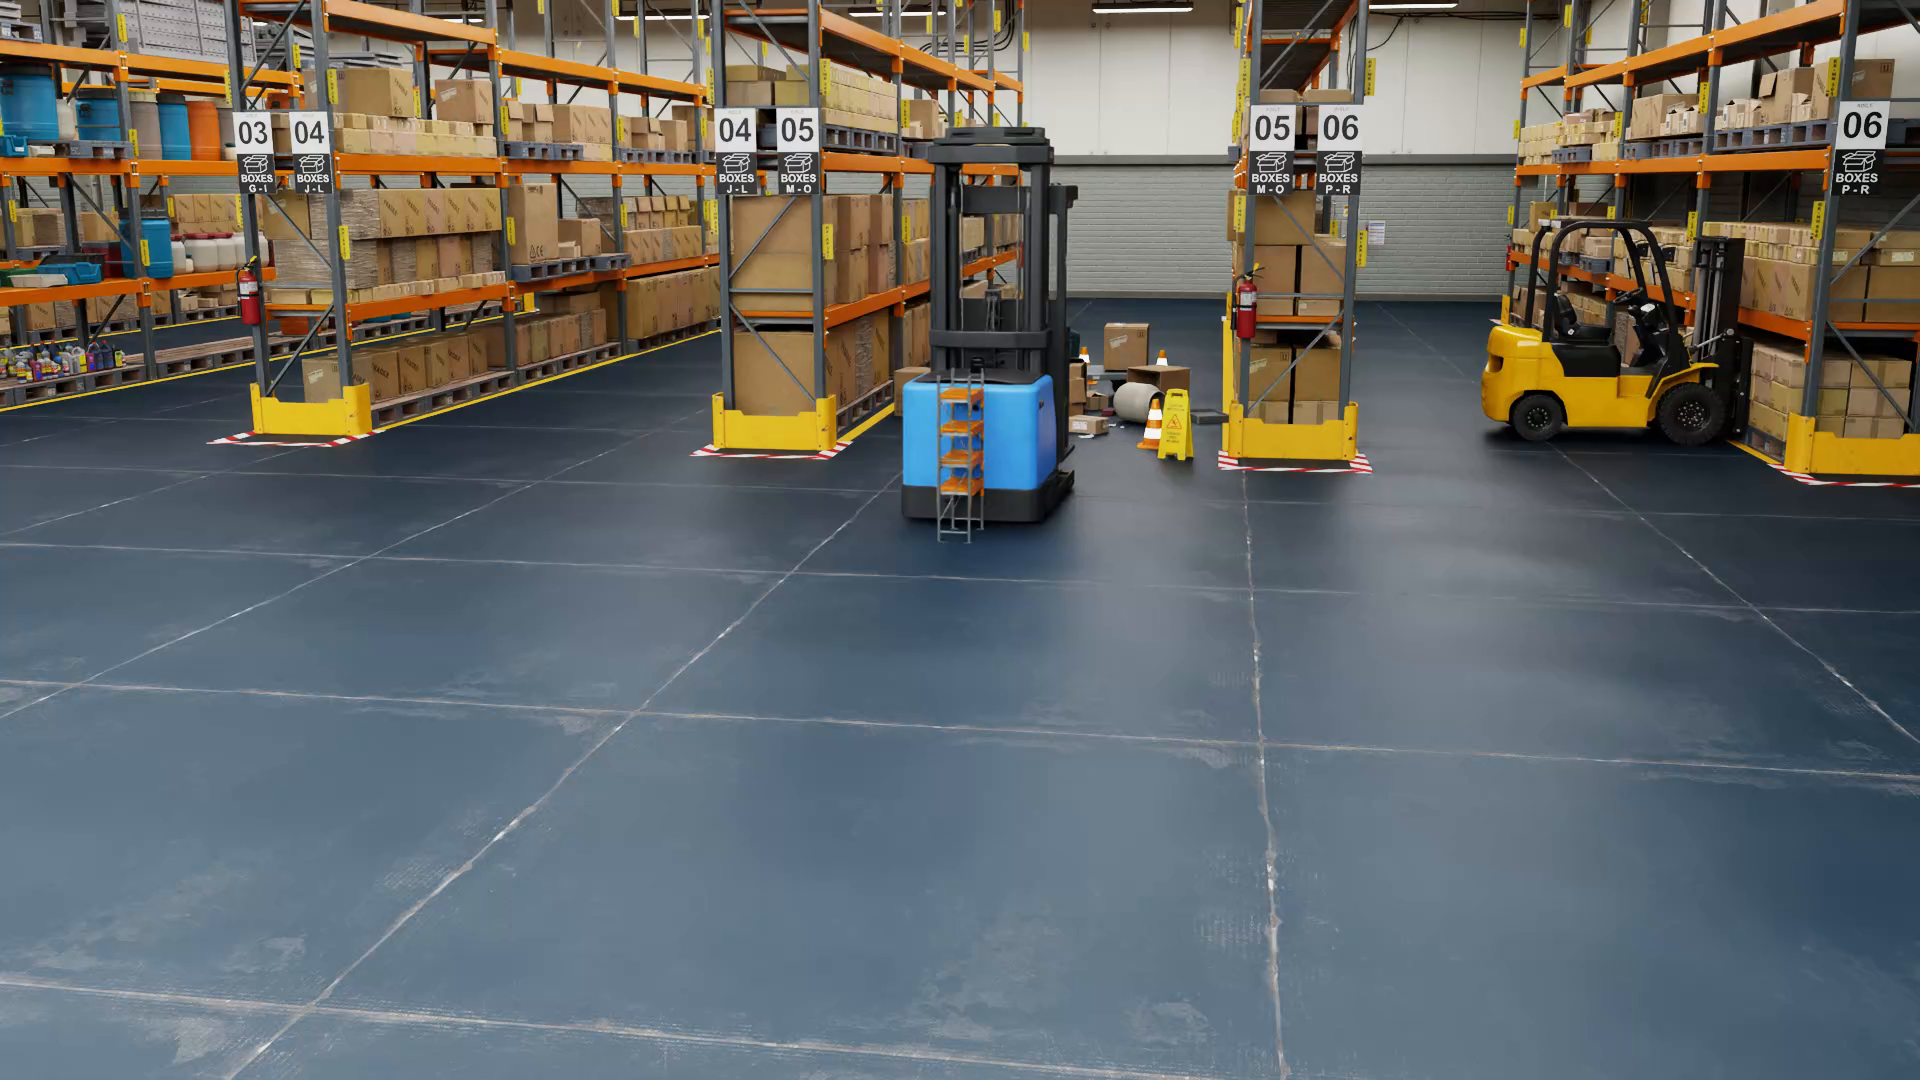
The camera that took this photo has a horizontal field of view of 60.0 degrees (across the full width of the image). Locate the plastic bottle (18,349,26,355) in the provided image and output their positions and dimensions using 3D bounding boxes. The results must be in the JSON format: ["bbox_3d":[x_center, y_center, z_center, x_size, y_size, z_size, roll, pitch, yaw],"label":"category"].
[{"bbox_3d":[-11.593,-2.218,20.571,0.061,0.283,0.133,2,12,11],"label":"plastic bottle"}]

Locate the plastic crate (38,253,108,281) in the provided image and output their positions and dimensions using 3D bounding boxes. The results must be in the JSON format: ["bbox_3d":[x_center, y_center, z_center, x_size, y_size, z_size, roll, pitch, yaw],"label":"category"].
[{"bbox_3d":[-11.170,-3.423,20.904,0.767,0.338,0.504,2,12,9],"label":"plastic crate"}]

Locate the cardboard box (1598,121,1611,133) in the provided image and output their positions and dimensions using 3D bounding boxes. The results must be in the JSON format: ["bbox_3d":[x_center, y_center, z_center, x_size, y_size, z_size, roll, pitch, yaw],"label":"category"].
[{"bbox_3d":[9.167,-5.781,23.282,0.380,0.149,0.250,2,12,7],"label":"cardboard box"}]

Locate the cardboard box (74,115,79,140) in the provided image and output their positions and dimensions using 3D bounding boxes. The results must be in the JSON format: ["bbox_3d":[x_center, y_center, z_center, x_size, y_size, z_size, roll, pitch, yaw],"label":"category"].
[{"bbox_3d":[-14.980,-6.774,27.714,0.600,0.600,0.600,1,12,6],"label":"cardboard box"}]

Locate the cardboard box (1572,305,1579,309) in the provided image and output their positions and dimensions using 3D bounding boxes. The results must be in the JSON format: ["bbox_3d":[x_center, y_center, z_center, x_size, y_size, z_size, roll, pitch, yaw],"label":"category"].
[{"bbox_3d":[9.408,-3.257,24.922,0.500,0.500,0.500,2,12,7],"label":"cardboard box"}]

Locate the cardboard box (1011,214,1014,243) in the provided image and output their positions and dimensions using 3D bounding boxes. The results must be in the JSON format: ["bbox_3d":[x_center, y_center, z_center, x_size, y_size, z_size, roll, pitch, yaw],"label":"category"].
[{"bbox_3d":[0.694,-5.593,29.884,0.500,0.500,0.500,2,12,9],"label":"cardboard box"}]

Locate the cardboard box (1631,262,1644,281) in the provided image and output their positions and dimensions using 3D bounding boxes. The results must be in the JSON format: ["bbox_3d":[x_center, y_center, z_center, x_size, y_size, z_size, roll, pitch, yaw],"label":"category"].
[{"bbox_3d":[8.779,-3.379,20.910,0.500,0.250,0.500,1,12,7],"label":"cardboard box"}]

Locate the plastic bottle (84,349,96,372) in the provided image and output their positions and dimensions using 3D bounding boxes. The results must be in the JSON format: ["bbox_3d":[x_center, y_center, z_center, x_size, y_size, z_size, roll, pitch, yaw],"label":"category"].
[{"bbox_3d":[-10.791,-2.227,20.609,0.061,0.283,0.133,3,12,12],"label":"plastic bottle"}]

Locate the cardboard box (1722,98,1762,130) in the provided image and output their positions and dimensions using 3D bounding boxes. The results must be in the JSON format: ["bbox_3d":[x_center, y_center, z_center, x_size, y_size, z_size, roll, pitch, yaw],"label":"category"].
[{"bbox_3d":[8.259,-4.428,17.278,0.500,0.311,0.500,2,12,10],"label":"cardboard box"}]

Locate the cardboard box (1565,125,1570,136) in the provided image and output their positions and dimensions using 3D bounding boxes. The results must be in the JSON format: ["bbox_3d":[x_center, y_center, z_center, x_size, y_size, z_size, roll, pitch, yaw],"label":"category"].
[{"bbox_3d":[9.327,-6.168,25.029,0.380,0.149,0.250,2,12,8],"label":"cardboard box"}]

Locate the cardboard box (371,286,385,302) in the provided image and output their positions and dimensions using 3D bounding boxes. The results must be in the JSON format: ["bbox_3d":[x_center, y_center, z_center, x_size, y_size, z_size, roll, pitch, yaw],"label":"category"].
[{"bbox_3d":[-6.295,-2.597,17.519,0.380,0.149,0.250,2,12,9],"label":"cardboard box"}]

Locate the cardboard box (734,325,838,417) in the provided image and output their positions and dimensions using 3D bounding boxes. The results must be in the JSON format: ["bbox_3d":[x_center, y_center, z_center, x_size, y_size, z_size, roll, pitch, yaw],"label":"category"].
[{"bbox_3d":[-1.760,-1.693,16.777,0.875,0.875,0.875,2,12,9],"label":"cardboard box"}]

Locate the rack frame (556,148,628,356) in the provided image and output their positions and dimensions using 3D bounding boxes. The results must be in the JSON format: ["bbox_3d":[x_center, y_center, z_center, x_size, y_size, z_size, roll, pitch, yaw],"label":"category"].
[{"bbox_3d":[-5.454,-4.230,24.503,1.000,3.000,0.127,2,12,9],"label":"rack frame"}]

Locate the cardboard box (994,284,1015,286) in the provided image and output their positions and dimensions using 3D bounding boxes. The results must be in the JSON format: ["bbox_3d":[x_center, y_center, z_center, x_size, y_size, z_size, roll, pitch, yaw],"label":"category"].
[{"bbox_3d":[0.830,-4.698,31.031,0.380,0.149,0.250,2,12,9],"label":"cardboard box"}]

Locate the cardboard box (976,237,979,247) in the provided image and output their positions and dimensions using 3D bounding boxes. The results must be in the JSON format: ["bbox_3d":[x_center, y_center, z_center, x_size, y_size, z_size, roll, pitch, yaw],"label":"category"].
[{"bbox_3d":[0.101,-4.769,26.601,0.380,0.149,0.250,2,12,8],"label":"cardboard box"}]

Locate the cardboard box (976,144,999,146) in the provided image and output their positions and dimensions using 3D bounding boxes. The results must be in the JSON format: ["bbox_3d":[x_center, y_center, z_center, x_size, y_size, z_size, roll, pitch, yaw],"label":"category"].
[{"bbox_3d":[0.357,-6.611,27.599,0.500,0.250,0.500,2,12,11],"label":"cardboard box"}]

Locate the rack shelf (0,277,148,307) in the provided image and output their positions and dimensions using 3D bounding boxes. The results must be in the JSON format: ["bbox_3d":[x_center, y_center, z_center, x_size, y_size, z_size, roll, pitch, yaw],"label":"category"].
[{"bbox_3d":[-11.271,-2.790,19.528,1.077,0.370,4.000,2,12,9],"label":"rack shelf"}]

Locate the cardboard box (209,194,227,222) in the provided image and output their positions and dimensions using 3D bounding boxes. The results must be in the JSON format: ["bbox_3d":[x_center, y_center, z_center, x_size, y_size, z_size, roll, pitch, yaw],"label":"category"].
[{"bbox_3d":[-14.118,-6.226,31.151,0.500,0.500,0.500,2,12,7],"label":"cardboard box"}]

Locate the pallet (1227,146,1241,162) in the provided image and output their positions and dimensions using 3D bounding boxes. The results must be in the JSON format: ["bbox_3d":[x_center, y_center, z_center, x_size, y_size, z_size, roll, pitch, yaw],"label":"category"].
[{"bbox_3d":[4.384,-5.419,23.347,1.213,0.211,1.003,2,12,11],"label":"pallet"}]

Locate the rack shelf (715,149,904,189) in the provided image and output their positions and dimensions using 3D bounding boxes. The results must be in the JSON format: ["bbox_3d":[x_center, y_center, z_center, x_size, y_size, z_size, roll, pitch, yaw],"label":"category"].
[{"bbox_3d":[-1.492,-3.914,17.624,1.077,0.370,4.000,2,12,9],"label":"rack shelf"}]

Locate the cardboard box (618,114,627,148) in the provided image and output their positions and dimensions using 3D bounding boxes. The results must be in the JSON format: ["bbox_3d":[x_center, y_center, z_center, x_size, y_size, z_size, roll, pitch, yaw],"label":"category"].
[{"bbox_3d":[-5.432,-6.082,24.732,0.797,0.503,0.637,3,12,12],"label":"cardboard box"}]

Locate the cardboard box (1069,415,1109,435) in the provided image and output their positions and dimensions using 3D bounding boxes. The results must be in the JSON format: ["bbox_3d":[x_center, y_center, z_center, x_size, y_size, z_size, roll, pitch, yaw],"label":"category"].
[{"bbox_3d":[1.313,-1.188,17.155,0.380,0.149,0.250,10,15,38],"label":"cardboard box"}]

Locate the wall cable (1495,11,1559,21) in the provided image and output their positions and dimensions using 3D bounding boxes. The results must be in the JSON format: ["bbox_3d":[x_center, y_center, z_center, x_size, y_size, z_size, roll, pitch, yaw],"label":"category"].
[{"bbox_3d":[12.606,-12.199,34.039,2.988,3.039,0.133,2,12,9],"label":"wall cable"}]

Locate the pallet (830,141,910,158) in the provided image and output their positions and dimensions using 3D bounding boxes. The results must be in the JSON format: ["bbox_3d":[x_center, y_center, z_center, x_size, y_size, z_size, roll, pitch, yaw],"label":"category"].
[{"bbox_3d":[-1.092,-4.781,20.393,0.805,0.209,1.217,1,12,6],"label":"pallet"}]

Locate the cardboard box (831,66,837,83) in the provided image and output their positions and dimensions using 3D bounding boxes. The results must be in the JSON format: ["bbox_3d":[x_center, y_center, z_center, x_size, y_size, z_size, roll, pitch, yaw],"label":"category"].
[{"bbox_3d":[-1.394,-4.482,16.020,0.380,0.149,0.250,2,12,9],"label":"cardboard box"}]

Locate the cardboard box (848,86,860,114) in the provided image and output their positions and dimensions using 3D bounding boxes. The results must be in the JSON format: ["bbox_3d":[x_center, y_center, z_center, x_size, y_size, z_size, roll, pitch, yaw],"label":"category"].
[{"bbox_3d":[-1.318,-4.479,16.951,0.500,0.250,0.500,2,12,8],"label":"cardboard box"}]

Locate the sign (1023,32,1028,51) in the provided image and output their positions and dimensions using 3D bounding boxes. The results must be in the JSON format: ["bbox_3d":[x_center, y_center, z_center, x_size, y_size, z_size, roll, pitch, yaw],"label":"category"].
[{"bbox_3d":[1.207,-9.158,30.537,0.100,0.325,0.005,2,12,9],"label":"sign"}]

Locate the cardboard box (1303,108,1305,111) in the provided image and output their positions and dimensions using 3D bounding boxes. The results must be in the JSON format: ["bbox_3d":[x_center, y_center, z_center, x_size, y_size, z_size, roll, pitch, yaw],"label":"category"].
[{"bbox_3d":[3.542,-4.252,16.187,0.380,0.149,0.250,2,12,8],"label":"cardboard box"}]

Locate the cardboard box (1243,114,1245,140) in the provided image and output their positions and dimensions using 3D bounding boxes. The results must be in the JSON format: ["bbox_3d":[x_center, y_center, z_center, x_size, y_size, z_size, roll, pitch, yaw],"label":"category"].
[{"bbox_3d":[3.149,-4.216,16.964,0.500,0.250,0.500,2,12,9],"label":"cardboard box"}]

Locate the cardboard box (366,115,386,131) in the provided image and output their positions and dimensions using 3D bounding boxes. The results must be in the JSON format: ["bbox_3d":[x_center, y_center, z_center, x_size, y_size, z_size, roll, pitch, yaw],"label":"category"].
[{"bbox_3d":[-6.249,-4.365,17.415,0.380,0.149,0.250,2,12,11],"label":"cardboard box"}]

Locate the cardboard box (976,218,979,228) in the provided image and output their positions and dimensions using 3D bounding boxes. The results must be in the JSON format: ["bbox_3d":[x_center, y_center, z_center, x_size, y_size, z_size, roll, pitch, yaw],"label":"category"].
[{"bbox_3d":[0.095,-5.055,26.517,0.380,0.149,0.250,1,12,7],"label":"cardboard box"}]

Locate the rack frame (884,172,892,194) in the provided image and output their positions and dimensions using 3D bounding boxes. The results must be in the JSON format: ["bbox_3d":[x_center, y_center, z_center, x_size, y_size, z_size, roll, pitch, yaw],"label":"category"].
[{"bbox_3d":[-0.569,-4.049,23.659,1.000,3.000,0.127,2,12,9],"label":"rack frame"}]

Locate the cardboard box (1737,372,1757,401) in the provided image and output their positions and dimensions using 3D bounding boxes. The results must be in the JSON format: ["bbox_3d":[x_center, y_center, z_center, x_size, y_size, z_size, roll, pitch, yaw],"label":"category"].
[{"bbox_3d":[7.925,-1.513,16.237,0.500,0.250,0.500,2,12,7],"label":"cardboard box"}]

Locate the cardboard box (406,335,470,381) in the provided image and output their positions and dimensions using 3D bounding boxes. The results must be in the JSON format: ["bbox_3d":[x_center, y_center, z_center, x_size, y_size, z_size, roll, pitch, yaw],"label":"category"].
[{"bbox_3d":[-6.251,-2.180,19.923,0.500,0.500,0.500,6,14,27],"label":"cardboard box"}]

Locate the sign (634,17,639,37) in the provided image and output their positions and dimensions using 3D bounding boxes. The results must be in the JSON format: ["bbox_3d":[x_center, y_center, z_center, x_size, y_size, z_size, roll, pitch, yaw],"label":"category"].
[{"bbox_3d":[-5.384,-8.553,27.726,0.100,0.325,0.005,2,12,9],"label":"sign"}]

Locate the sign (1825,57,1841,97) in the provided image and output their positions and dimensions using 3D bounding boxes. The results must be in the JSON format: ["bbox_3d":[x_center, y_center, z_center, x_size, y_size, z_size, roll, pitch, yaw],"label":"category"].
[{"bbox_3d":[7.478,-3.965,14.237,0.100,0.325,0.005,2,12,9],"label":"sign"}]

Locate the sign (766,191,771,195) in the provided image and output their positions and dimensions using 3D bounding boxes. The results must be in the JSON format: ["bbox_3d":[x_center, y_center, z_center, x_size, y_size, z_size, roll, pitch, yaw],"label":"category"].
[{"bbox_3d":[-3.690,-6.557,31.988,0.100,0.325,0.005,2,12,9],"label":"sign"}]

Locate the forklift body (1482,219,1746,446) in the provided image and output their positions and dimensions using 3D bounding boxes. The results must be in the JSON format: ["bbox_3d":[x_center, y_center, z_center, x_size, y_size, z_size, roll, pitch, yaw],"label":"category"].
[{"bbox_3d":[6.501,-2.123,16.738,2.313,2.155,1.214,2,12,9],"label":"forklift body"}]

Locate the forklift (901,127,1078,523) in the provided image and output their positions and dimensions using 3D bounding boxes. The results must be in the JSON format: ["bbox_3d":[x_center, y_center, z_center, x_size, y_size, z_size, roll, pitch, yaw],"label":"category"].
[{"bbox_3d":[0.350,-1.826,13.507,1.130,2.935,3.031,2,12,11],"label":"forklift"}]

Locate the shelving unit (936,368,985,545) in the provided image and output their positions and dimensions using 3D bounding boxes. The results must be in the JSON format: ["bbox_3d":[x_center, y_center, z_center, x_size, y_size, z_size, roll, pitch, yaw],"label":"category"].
[{"bbox_3d":[0.006,-0.611,11.982,0.258,1.200,0.503,2,12,11],"label":"shelving unit"}]

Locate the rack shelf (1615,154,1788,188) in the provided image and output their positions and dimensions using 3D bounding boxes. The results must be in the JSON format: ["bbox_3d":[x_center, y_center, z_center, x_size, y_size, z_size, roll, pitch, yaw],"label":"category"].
[{"bbox_3d":[8.935,-4.448,20.098,1.077,0.370,4.000,2,12,9],"label":"rack shelf"}]

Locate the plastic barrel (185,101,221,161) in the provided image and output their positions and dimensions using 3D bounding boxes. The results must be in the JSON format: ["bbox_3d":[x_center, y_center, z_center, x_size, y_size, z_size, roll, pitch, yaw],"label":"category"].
[{"bbox_3d":[-10.790,-5.767,23.494,0.600,0.830,0.708,2,12,9],"label":"plastic barrel"}]

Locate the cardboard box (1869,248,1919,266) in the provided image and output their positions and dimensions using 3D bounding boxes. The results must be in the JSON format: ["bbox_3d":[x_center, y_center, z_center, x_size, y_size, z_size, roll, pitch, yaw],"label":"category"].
[{"bbox_3d":[8.321,-2.512,14.752,0.380,0.149,0.250,2,12,7],"label":"cardboard box"}]

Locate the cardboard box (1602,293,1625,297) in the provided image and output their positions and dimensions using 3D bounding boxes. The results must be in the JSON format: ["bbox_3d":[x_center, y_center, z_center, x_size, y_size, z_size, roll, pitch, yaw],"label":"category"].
[{"bbox_3d":[10.022,-3.691,25.395,0.380,0.149,0.250,2,12,9],"label":"cardboard box"}]

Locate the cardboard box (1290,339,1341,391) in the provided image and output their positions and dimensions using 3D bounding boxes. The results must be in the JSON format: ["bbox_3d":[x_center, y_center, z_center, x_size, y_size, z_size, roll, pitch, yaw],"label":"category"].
[{"bbox_3d":[3.584,-1.745,16.718,0.500,0.500,0.500,1,12,7],"label":"cardboard box"}]

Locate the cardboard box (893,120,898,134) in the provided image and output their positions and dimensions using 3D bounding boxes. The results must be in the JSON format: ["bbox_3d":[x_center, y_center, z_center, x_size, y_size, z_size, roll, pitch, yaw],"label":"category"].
[{"bbox_3d":[-0.924,-4.727,19.051,0.380,0.149,0.250,2,12,8],"label":"cardboard box"}]

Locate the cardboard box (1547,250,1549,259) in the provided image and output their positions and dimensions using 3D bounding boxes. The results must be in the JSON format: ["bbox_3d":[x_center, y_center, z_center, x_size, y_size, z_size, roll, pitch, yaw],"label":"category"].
[{"bbox_3d":[9.676,-4.588,26.761,0.380,0.149,0.250,2,12,10],"label":"cardboard box"}]

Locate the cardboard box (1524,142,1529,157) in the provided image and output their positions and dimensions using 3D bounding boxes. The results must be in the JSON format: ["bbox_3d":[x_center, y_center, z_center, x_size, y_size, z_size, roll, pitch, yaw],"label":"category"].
[{"bbox_3d":[10.077,-6.763,28.784,0.500,0.250,0.500,2,12,10],"label":"cardboard box"}]

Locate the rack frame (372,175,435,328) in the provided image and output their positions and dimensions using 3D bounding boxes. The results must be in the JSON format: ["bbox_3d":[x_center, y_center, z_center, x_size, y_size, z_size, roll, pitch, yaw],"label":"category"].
[{"bbox_3d":[-9.733,-5.223,29.111,1.000,3.000,0.127,2,12,9],"label":"rack frame"}]

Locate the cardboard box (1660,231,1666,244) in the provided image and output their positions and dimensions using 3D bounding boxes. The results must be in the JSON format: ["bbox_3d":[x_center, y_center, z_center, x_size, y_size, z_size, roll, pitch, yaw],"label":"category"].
[{"bbox_3d":[8.628,-3.628,19.930,0.380,0.149,0.250,2,12,9],"label":"cardboard box"}]

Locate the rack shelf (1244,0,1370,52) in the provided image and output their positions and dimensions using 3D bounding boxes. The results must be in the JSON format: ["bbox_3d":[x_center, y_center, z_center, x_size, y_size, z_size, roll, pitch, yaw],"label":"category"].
[{"bbox_3d":[3.415,-5.240,16.661,1.077,0.370,4.000,2,12,9],"label":"rack shelf"}]

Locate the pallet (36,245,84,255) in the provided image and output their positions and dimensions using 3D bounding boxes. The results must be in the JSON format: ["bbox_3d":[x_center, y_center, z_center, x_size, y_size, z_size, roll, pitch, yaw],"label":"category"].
[{"bbox_3d":[-14.948,-4.863,27.895,1.003,0.211,1.213,2,12,9],"label":"pallet"}]

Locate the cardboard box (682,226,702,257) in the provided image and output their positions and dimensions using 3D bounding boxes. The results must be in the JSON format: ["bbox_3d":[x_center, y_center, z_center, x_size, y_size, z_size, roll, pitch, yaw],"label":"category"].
[{"bbox_3d":[-4.641,-5.006,27.863,0.500,0.500,0.500,2,12,9],"label":"cardboard box"}]

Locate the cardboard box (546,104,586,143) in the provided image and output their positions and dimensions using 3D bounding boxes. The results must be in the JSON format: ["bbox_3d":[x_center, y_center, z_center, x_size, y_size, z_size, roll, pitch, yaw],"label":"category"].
[{"bbox_3d":[-5.440,-5.673,22.652,0.500,0.500,0.500,2,12,10],"label":"cardboard box"}]
